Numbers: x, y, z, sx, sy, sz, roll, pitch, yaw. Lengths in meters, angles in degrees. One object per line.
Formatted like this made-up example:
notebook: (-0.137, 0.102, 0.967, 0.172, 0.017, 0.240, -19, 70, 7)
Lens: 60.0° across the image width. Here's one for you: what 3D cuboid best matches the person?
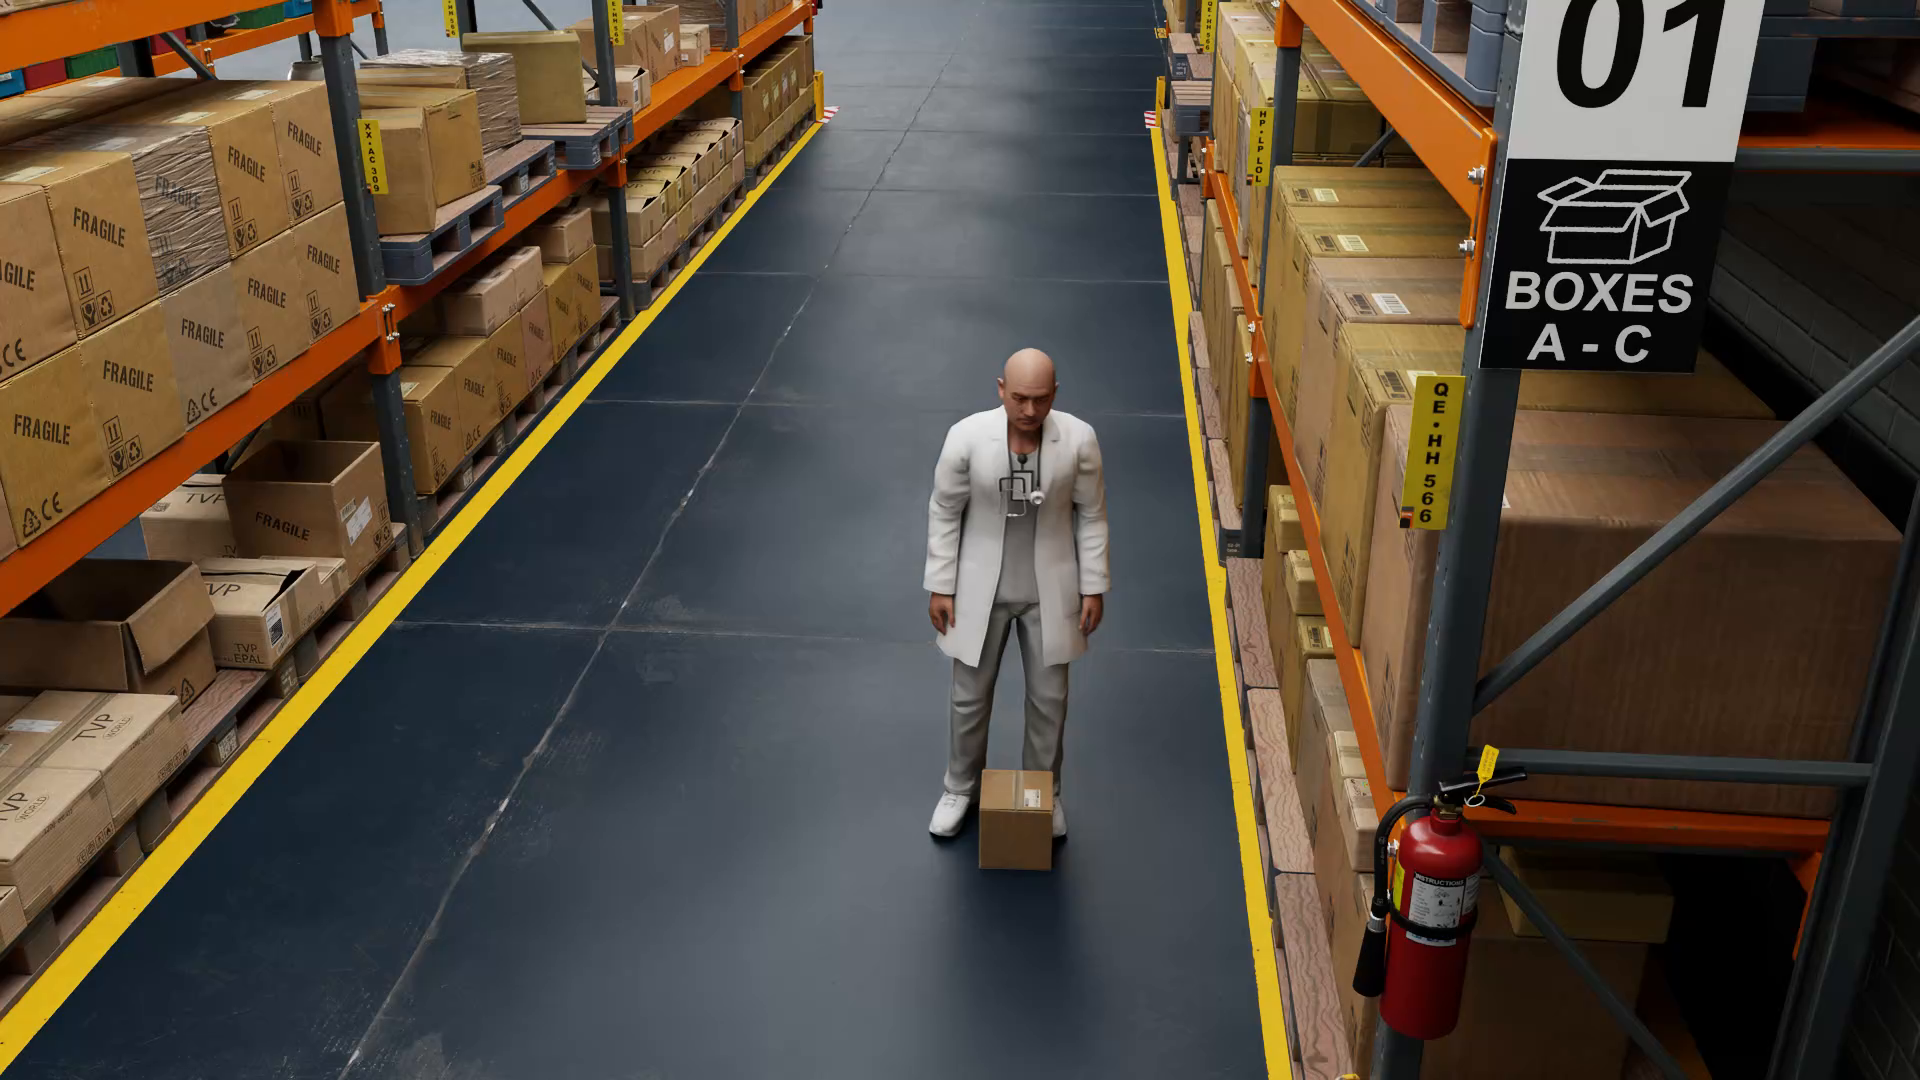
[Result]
person: (0.197, 0.184, 5.714, 0.647, 1.772, 0.433, 0, 24, 0)
